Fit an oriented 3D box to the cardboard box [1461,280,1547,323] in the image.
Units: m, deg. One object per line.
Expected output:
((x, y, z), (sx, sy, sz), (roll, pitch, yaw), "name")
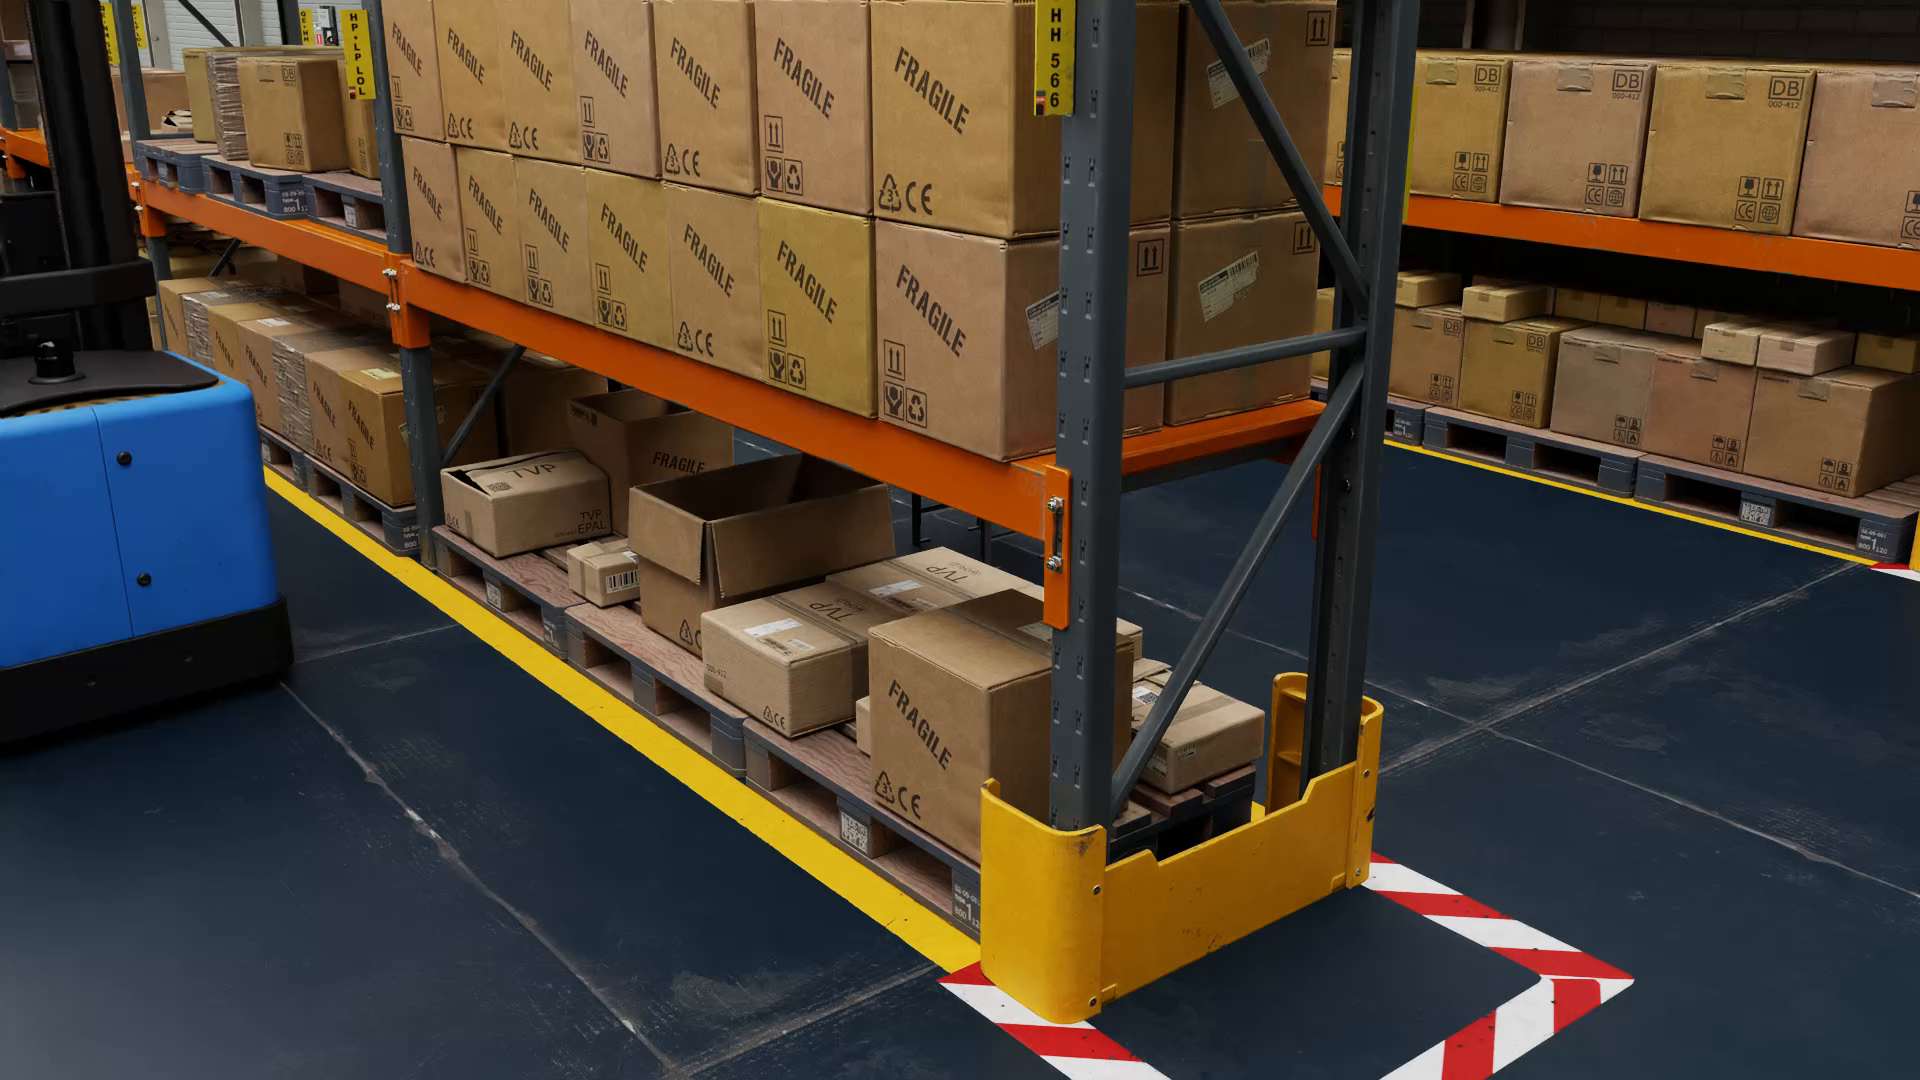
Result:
((2.811, -1.233, 8.591), (0.380, 0.149, 0.250), (-15, 23, -38), "cardboard box")

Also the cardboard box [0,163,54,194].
((-7.575, -2.816, 13.608), (0.500, 0.500, 0.500), (-14, 23, -36), "cardboard box")

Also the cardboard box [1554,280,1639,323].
((3.293, -1.236, 8.600), (0.380, 0.149, 0.250), (-14, 23, -37), "cardboard box")

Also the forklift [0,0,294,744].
((-3.701, -1.127, 6.103), (1.130, 2.935, 3.031), (-16, 24, -40), "forklift")

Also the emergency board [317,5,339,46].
((-9.535, -7.413, 24.979), (0.194, 1.169, 0.643), (-14, 23, -36), "emergency board")

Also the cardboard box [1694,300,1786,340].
((3.768, -1.048, 8.032), (0.380, 0.149, 0.250), (-14, 23, -36), "cardboard box")

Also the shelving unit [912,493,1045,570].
((0.103, -0.956, 6.909), (0.431, 2.100, 0.503), (-14, 23, -36), "shelving unit")

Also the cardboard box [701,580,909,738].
((-0.461, 0.359, 5.182), (0.500, 0.250, 0.500), (-14, 23, -36), "cardboard box")

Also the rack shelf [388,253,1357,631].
((-0.606, -0.563, 5.436), (1.077, 0.370, 4.000), (-14, 23, -36), "rack shelf")

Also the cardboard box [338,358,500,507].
((-2.379, -0.485, 7.333), (0.500, 0.500, 0.500), (-14, 23, -36), "cardboard box")

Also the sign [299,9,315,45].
((-3.912, -3.004, 9.945), (0.100, 0.325, 0.005), (-14, 23, -36), "sign")

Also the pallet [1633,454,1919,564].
((3.959, -0.238, 7.744), (1.003, 0.211, 1.213), (-14, 23, -36), "pallet")

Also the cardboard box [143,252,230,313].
((-4.849, -1.624, 10.311), (0.500, 0.311, 0.500), (-13, 22, -35), "cardboard box")

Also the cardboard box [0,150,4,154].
((-8.507, -3.185, 14.724), (0.500, 0.500, 0.500), (-14, 23, -36), "cardboard box")

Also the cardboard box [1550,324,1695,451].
((3.380, -0.792, 8.292), (0.700, 0.500, 0.500), (-15, 23, -38), "cardboard box")

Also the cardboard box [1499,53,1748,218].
((3.266, -2.013, 8.191), (0.980, 0.700, 0.700), (-15, 24, -39), "cardboard box")

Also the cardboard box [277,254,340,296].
((-3.528, -1.564, 9.397), (0.500, 0.250, 0.500), (-13, 22, -34), "cardboard box")

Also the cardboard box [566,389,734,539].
((-1.271, -0.335, 6.878), (0.500, 0.500, 0.500), (-14, 23, -36), "cardboard box")

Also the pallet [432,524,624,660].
((-1.422, 0.096, 6.738), (1.003, 0.211, 1.213), (-14, 23, -36), "pallet")

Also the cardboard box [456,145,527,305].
((-1.424, -1.141, 5.876), (0.500, 0.500, 0.500), (-13, 23, -35), "cardboard box")

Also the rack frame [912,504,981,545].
((-0.049, -1.016, 7.091), (0.400, 2.100, 0.015), (-14, 23, -36), "rack frame")

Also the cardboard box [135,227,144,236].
((-5.798, -2.000, 11.445), (0.500, 0.311, 0.500), (-13, 22, -35), "cardboard box")

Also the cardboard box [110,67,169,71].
((-5.713, -2.971, 11.403), (0.500, 0.500, 0.500), (-14, 23, -36), "cardboard box")

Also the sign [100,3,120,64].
((-4.764, -2.824, 9.276), (0.100, 0.325, 0.005), (-14, 23, -36), "sign")

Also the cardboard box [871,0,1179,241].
((0.144, -0.990, 3.831), (0.500, 0.500, 0.500), (-14, 23, -37), "cardboard box")

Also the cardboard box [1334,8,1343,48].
((1.952, -3.084, 10.046), (0.500, 0.250, 0.500), (-13, 22, -34), "cardboard box")

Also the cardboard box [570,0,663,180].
((-0.815, -1.368, 4.972), (0.500, 0.500, 0.500), (-13, 22, -34), "cardboard box")

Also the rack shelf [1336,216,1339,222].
((0.791, -2.517, 11.335), (1.077, 0.370, 4.000), (-14, 23, -36), "rack shelf")

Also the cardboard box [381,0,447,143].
((-1.776, -1.749, 6.122), (0.500, 0.500, 0.500), (-13, 22, -35), "cardboard box")

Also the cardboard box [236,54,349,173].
((-2.993, -2.068, 8.008), (0.500, 0.500, 0.700), (13, 23, 35), "cardboard box")

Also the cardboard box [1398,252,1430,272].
((2.483, -1.556, 9.567), (0.380, 0.149, 0.250), (-14, 23, -36), "cardboard box")

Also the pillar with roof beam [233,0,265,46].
((-15.130, -10.283, 24.102), (9.100, 9.000, 0.400), (-14, 23, -36), "pillar with roof beam")

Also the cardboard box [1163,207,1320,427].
((0.567, -0.620, 4.305), (0.500, 0.500, 0.500), (-13, 23, -35), "cardboard box")

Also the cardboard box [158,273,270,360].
((-4.273, -1.237, 9.604), (0.500, 0.500, 0.500), (-13, 22, -34), "cardboard box")

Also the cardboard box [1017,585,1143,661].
((0.210, 0.372, 5.142), (0.500, 0.250, 0.500), (-14, 23, -36), "cardboard box")

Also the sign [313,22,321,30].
((-9.801, -7.835, 25.354), (0.001, 0.109, 0.331), (-14, 23, -36), "sign")

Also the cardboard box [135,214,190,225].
((-5.703, -2.235, 12.154), (0.500, 0.311, 0.500), (-14, 23, -36), "cardboard box")

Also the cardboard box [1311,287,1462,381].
((2.417, -1.174, 9.444), (0.700, 0.500, 0.500), (-14, 23, -35), "cardboard box")

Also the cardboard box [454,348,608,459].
((-1.957, -0.587, 7.639), (0.500, 0.500, 0.500), (-15, 24, -39), "cardboard box")

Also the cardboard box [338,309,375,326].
((-2.915, -0.965, 8.782), (0.500, 0.500, 0.500), (-15, 24, -38), "cardboard box")

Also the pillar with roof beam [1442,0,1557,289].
((-0.229, -4.369, 6.242), (9.100, 9.000, 0.400), (-14, 23, -36), "pillar with roof beam")

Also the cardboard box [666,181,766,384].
((-0.486, -0.768, 4.750), (0.500, 0.500, 0.500), (-14, 23, -36), "cardboard box")

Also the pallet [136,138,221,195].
((-3.855, -2.139, 9.355), (1.213, 0.211, 1.003), (-14, 23, -36), "pallet")

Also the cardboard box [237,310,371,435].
((-3.308, -0.857, 8.457), (0.500, 0.500, 0.500), (-15, 23, -38), "cardboard box")

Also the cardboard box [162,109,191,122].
((-4.735, -2.599, 10.582), (0.500, 0.311, 0.500), (-14, 23, -37), "cardboard box")

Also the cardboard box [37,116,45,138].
((-6.425, -2.991, 12.024), (0.380, 0.149, 0.250), (-14, 23, -36), "cardboard box")

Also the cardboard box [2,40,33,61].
((-7.152, -3.749, 12.723), (0.380, 0.149, 0.250), (-14, 23, -36), "cardboard box")

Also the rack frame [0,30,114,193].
((-6.815, -3.369, 12.765), (1.000, 3.000, 0.127), (-14, 23, -36), "rack frame")

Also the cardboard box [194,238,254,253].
((-4.759, -1.858, 11.015), (0.500, 0.311, 0.500), (-15, 23, -37), "cardboard box")

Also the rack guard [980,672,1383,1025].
((0.589, 0.756, 4.284), (1.175, 0.500, 0.348), (-14, 23, -36), "rack guard")
